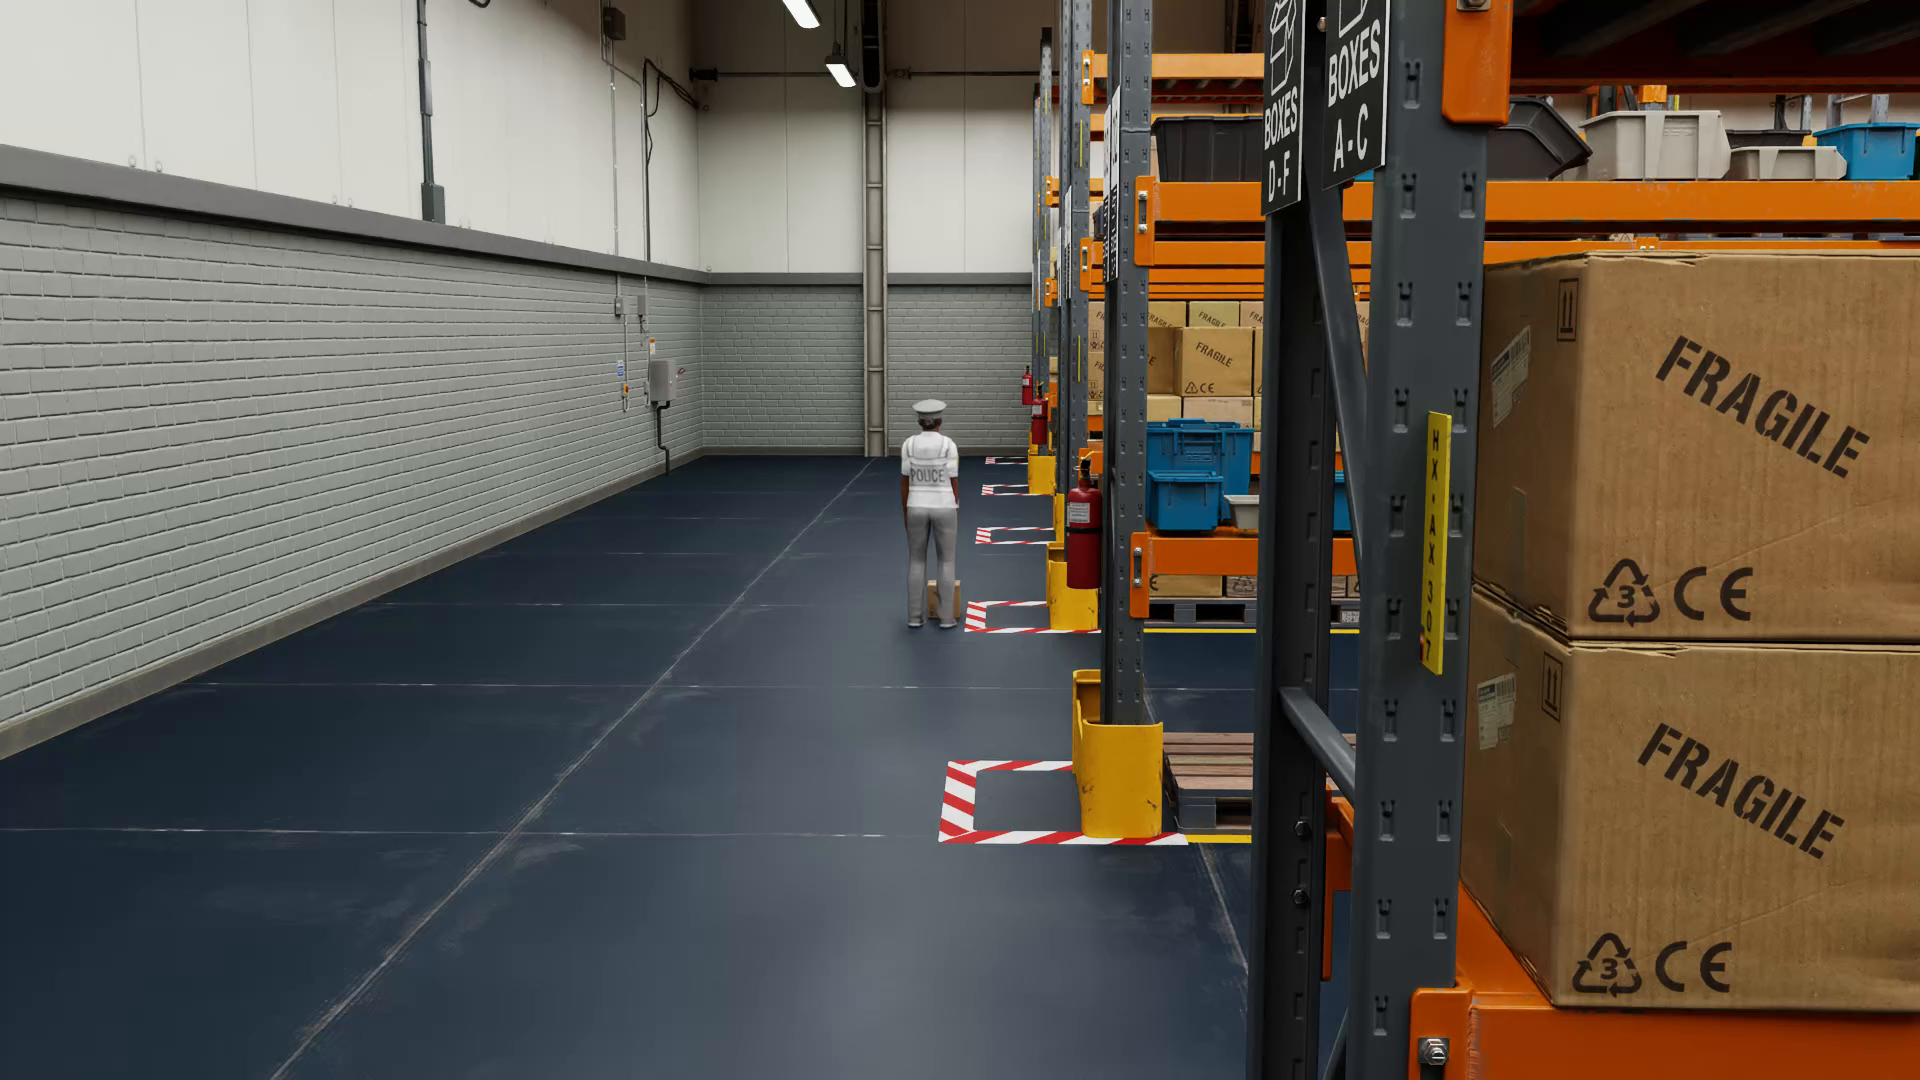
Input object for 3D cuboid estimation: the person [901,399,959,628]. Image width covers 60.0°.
[{"bbox_3d":[-0.216,-0.191,12.214,0.436,1.679,0.339,1,7,10],"label":"person"}]
